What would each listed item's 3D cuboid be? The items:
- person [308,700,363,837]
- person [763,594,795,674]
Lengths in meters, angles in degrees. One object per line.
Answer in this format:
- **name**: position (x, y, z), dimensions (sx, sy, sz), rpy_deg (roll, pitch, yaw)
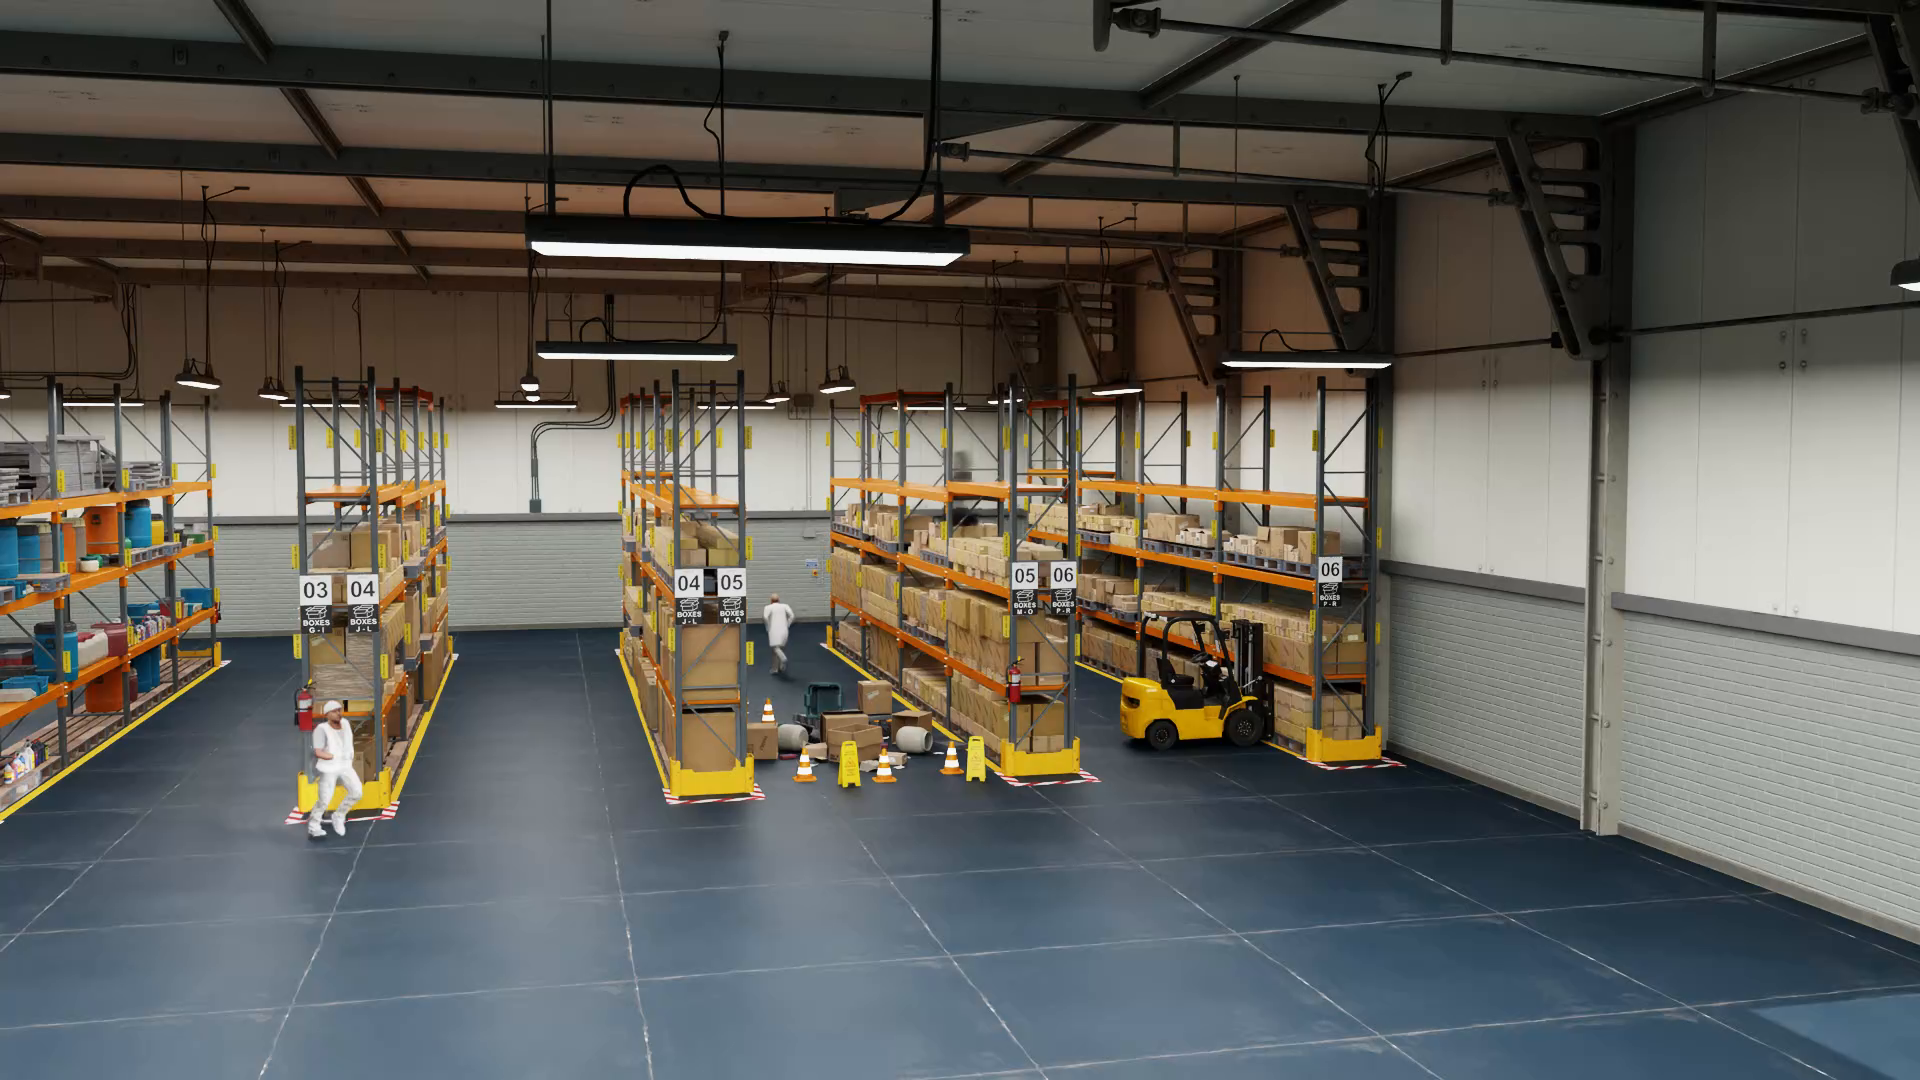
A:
- **person**: position (-7.802, 2.860, 20.835), dimensions (0.841, 1.729, 0.703), rpy_deg (2, 4, 34)
- **person**: position (-3.835, 2.037, 35.426), dimensions (0.702, 1.734, 1.025), rpy_deg (-1, 4, -23)
